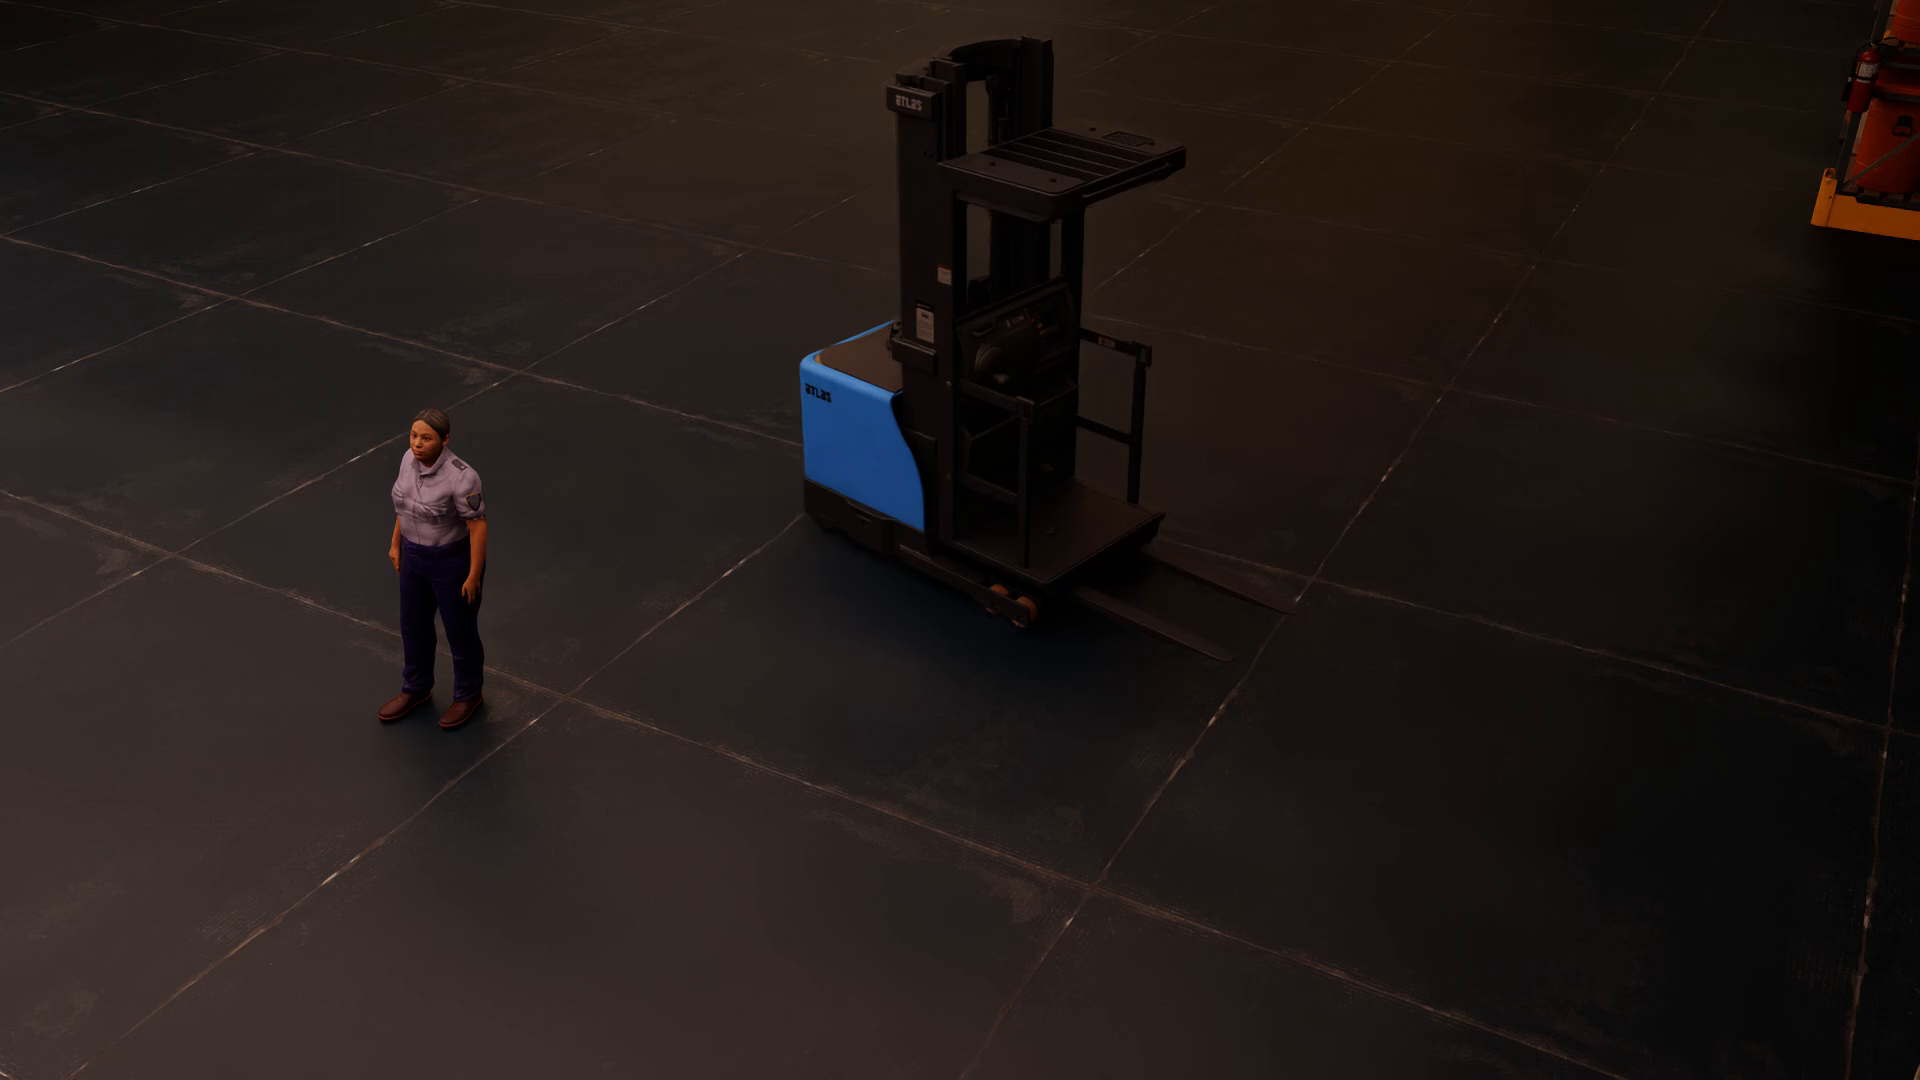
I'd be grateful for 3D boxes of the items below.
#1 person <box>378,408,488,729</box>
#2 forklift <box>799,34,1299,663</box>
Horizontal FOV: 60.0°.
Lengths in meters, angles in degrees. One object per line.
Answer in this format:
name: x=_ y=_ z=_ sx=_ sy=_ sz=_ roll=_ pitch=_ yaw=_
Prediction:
person: x=-2.589 y=0.156 z=8.070 sx=0.599 sy=1.652 sz=0.504 roll=16 pitch=34 yaw=25
forklift: x=0.474 y=-1.084 z=8.950 sx=3.031 sy=2.935 sz=1.130 roll=24 pitch=38 yaw=35
